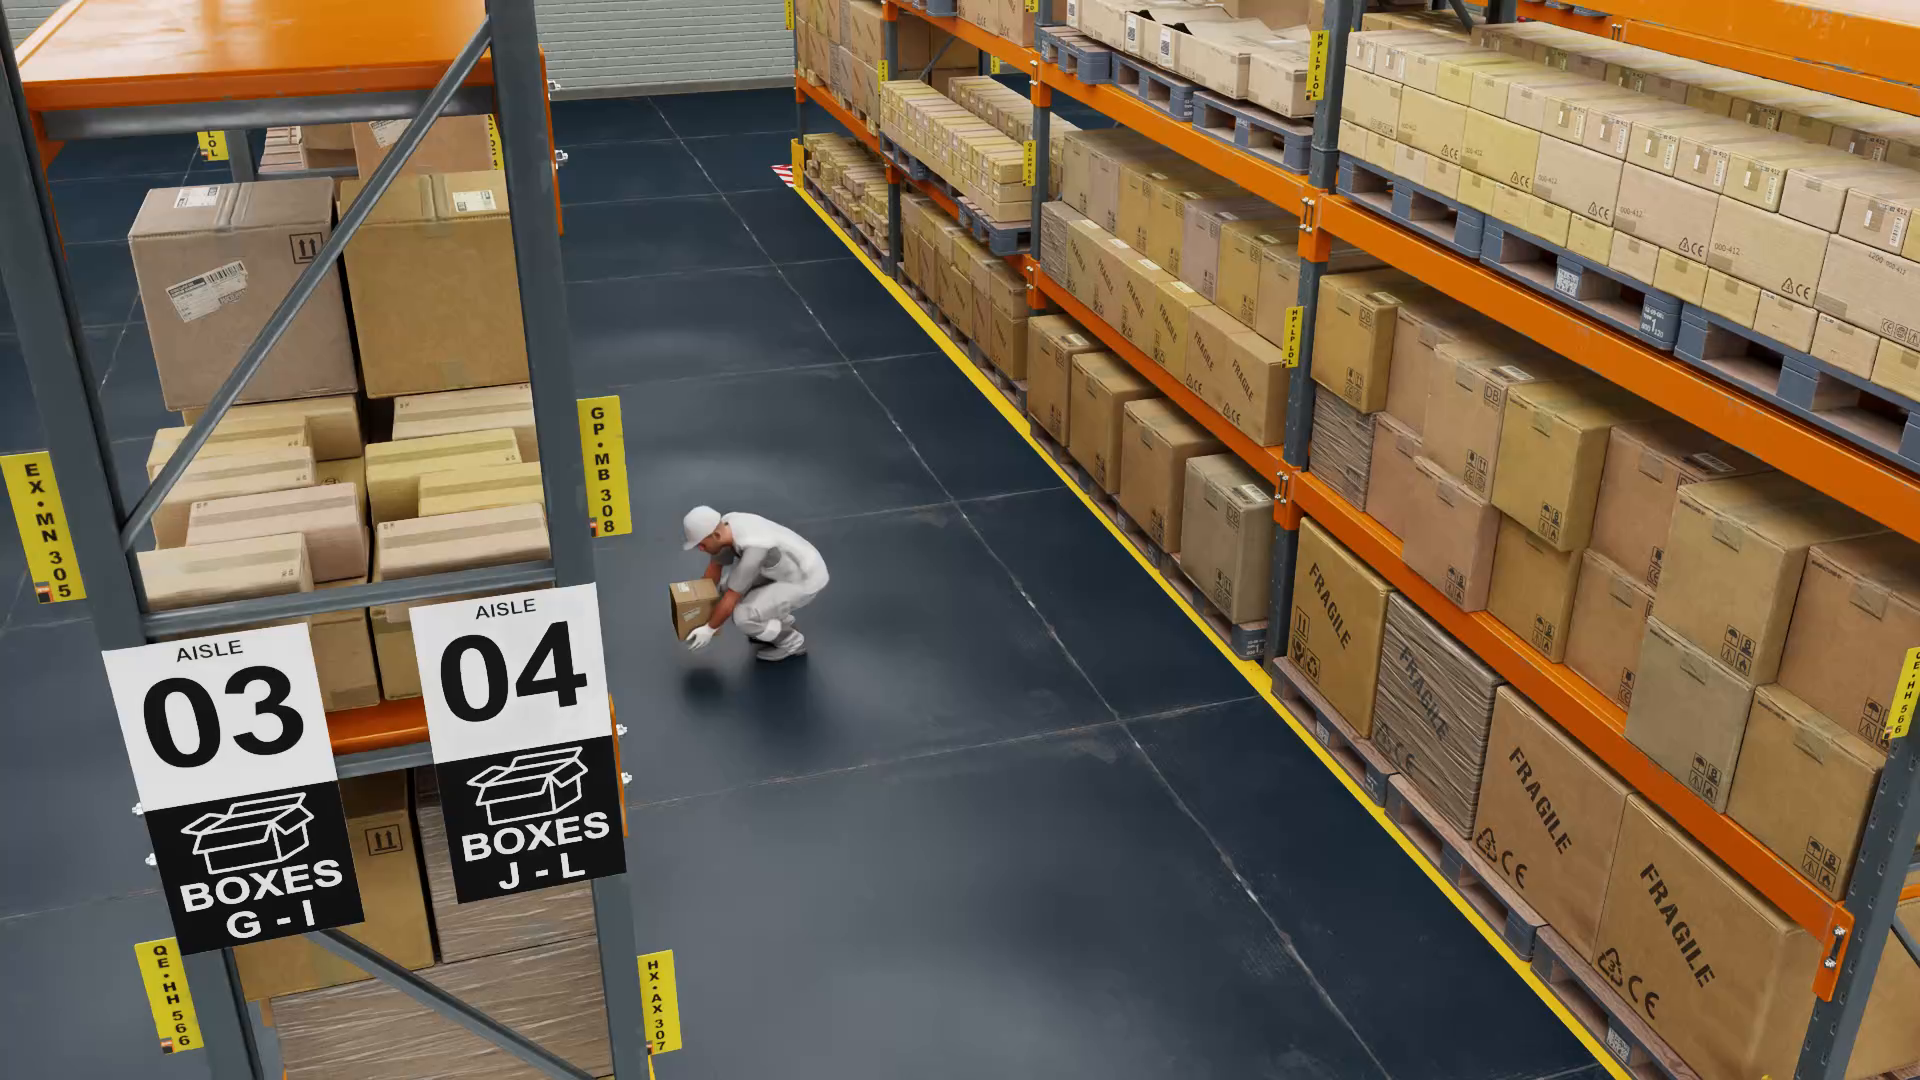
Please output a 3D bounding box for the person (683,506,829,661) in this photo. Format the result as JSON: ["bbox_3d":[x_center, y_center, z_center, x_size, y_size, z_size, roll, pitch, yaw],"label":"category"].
[{"bbox_3d":[-1.195,0.210,9.573,0.879,0.991,0.573,-8,27,-16],"label":"person"}]
